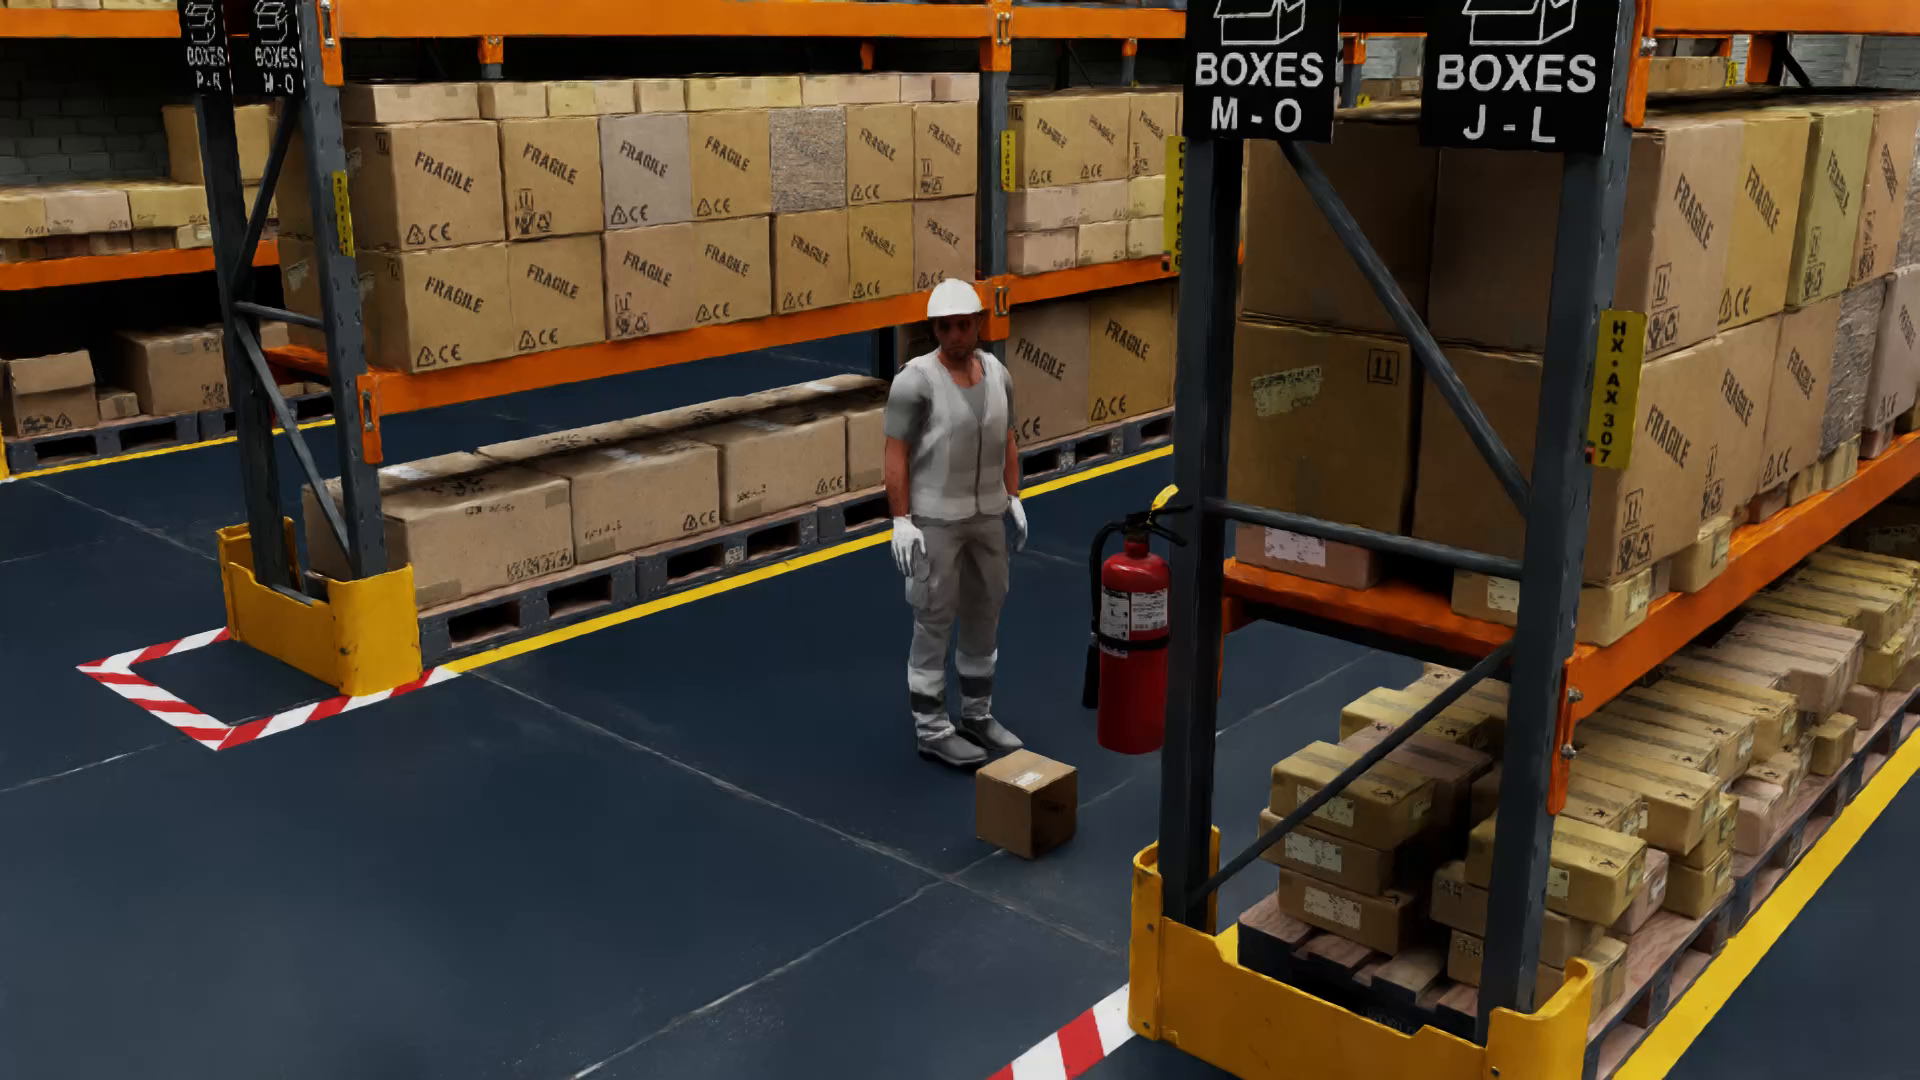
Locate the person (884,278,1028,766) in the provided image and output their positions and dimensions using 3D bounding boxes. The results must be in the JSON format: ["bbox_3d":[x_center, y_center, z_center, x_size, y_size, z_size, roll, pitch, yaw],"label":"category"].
[{"bbox_3d":[-0.003,-0.049,6.128,0.599,1.825,0.408,-11,20,-33],"label":"person"}]
